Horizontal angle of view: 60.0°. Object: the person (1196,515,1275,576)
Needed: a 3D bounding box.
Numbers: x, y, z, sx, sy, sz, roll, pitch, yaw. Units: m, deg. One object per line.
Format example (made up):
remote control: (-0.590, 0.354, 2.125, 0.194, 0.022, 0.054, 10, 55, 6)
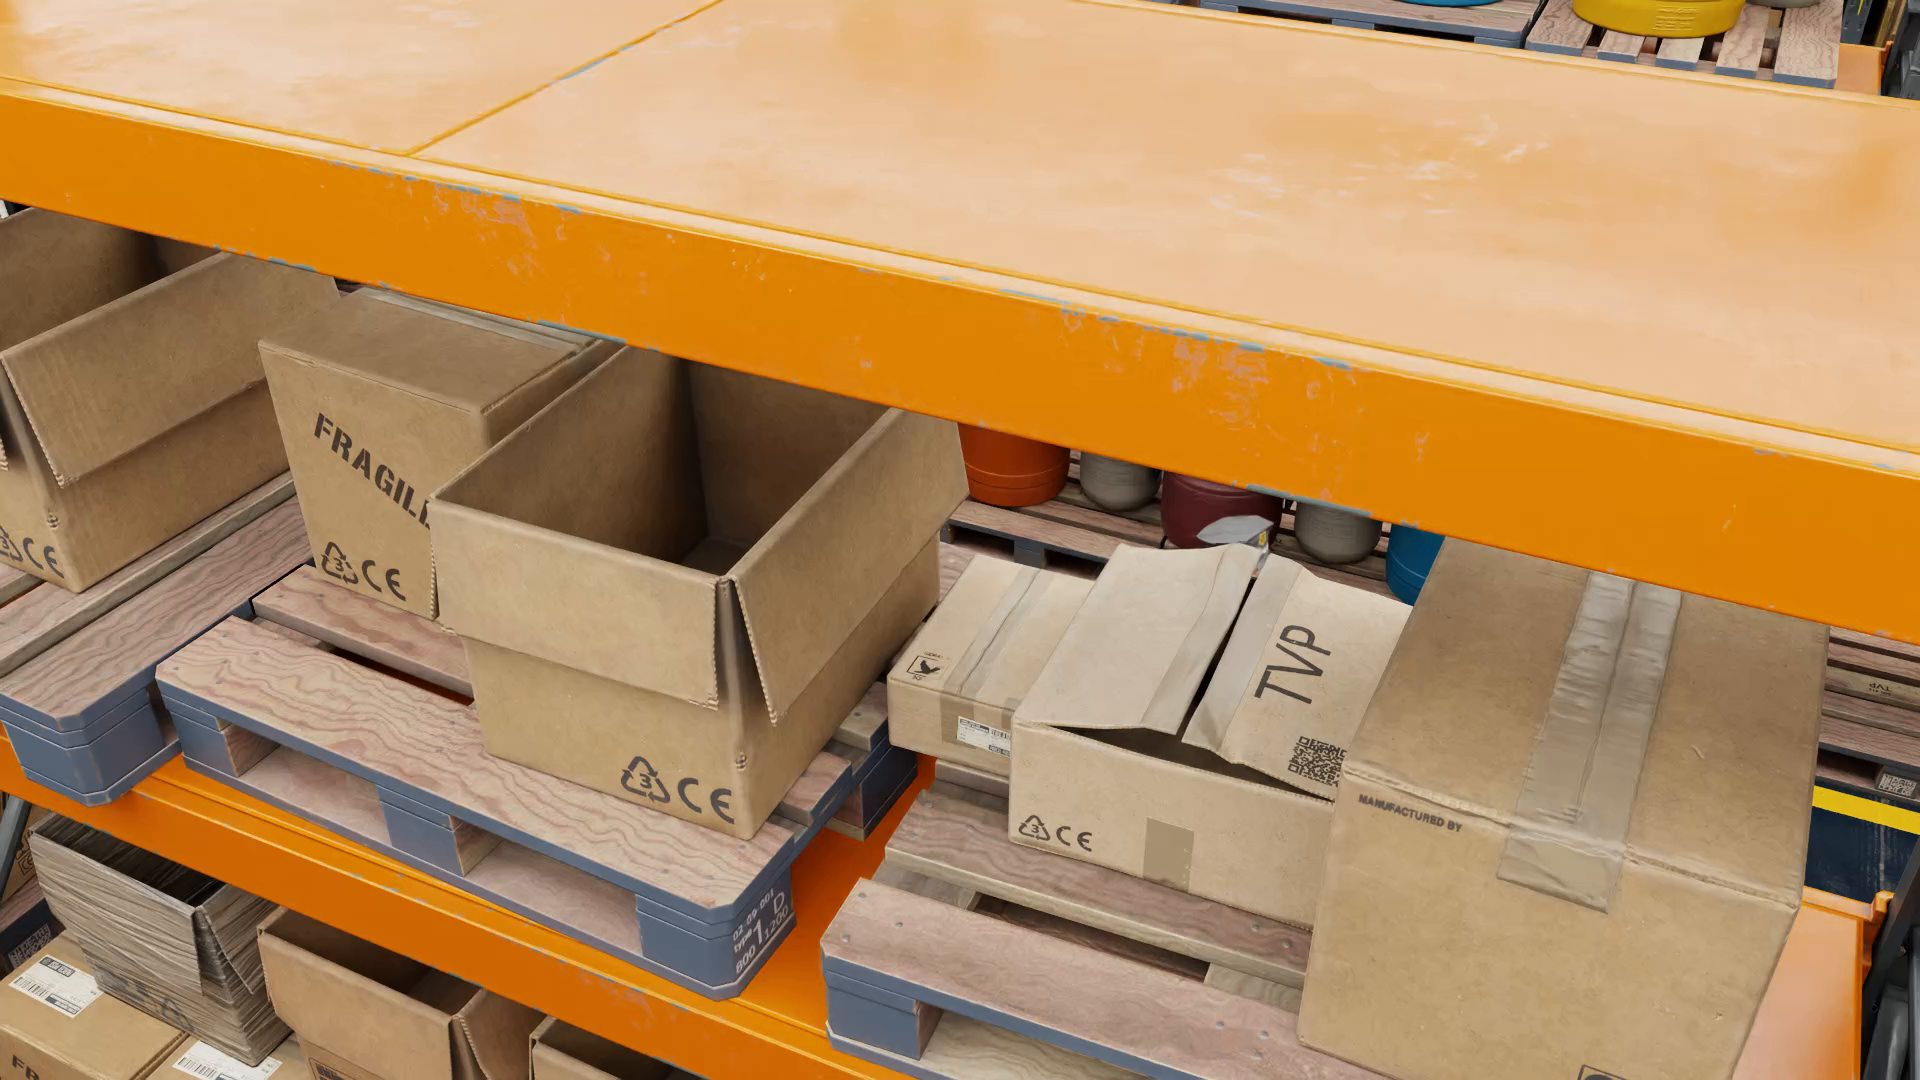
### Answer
person: (0.874, 0.581, 6.228, 0.618, 1.666, 0.500, 20, 39, 27)
